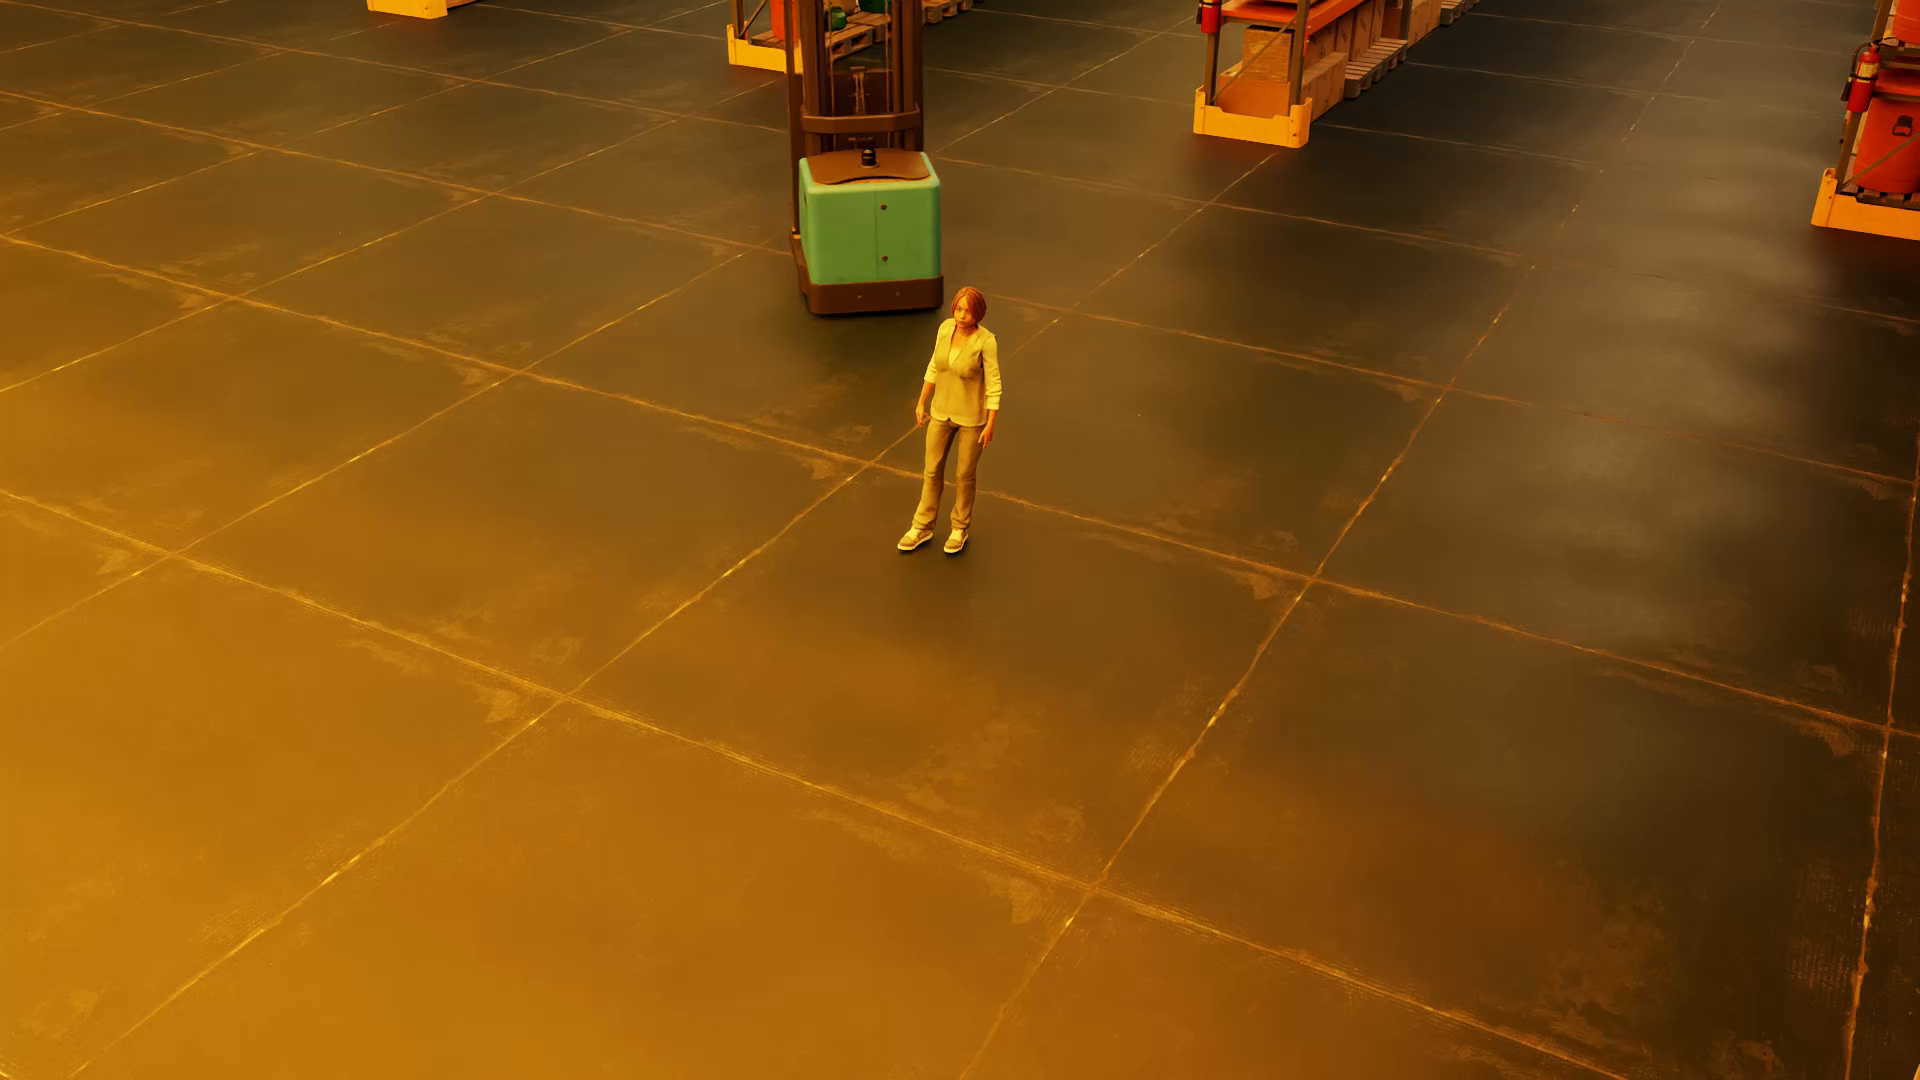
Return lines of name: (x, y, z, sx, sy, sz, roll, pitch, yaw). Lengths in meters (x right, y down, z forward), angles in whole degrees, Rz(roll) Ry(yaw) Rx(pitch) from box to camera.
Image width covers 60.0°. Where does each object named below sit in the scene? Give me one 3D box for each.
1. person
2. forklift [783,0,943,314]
person: (-0.048, -0.669, 9.550, 0.520, 1.597, 0.475, 15, 33, 25)
forklift: (-0.879, -3.737, 13.546, 1.130, 2.935, 3.031, -5, 30, -8)
